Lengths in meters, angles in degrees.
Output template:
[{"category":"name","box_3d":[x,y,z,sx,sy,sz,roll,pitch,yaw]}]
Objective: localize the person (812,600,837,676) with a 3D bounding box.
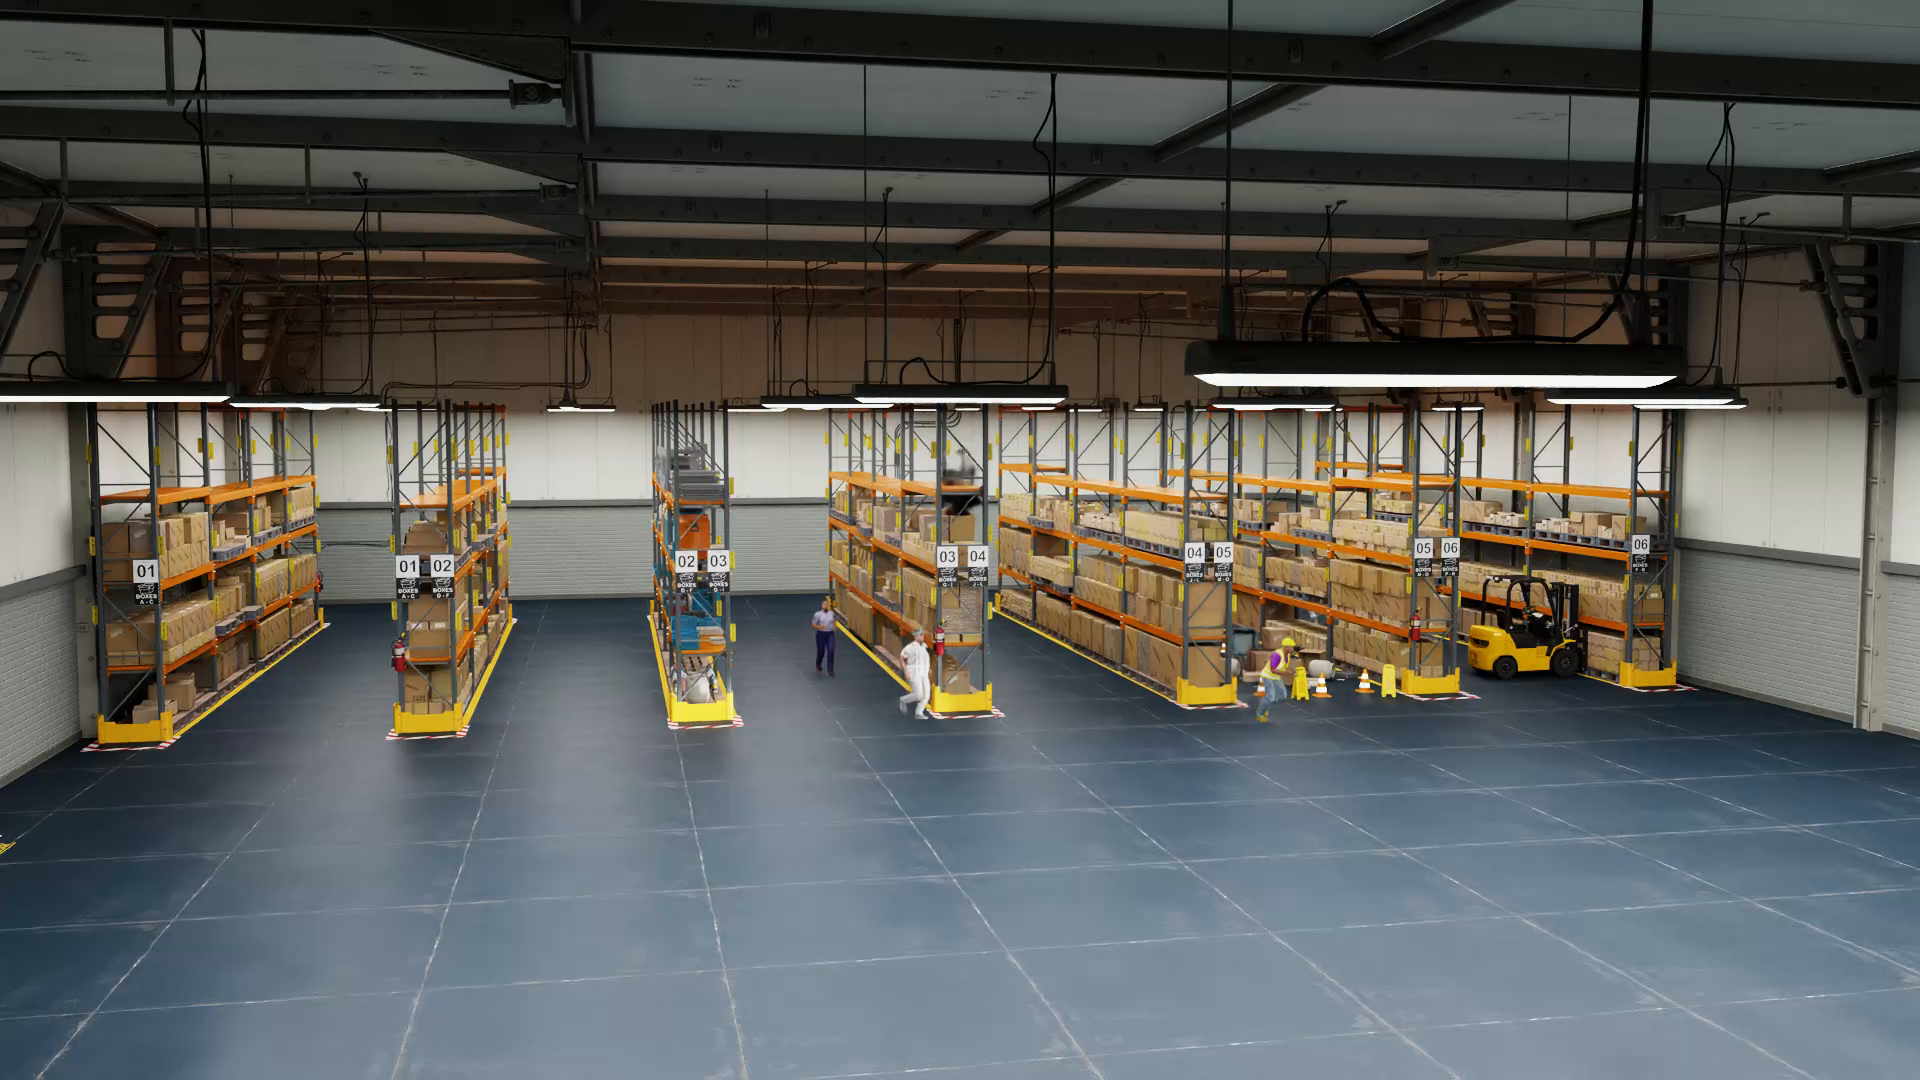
[{"category":"person","box_3d":[-2.953,2.129,36.477,0.612,1.634,0.894,-2,5,-19]}]

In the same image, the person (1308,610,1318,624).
[{"category":"person","box_3d":[9.428,1.491,44.552,0.643,1.798,0.746,-1,4,-11]}]

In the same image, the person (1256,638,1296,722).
[{"category":"person","box_3d":[5.912,2.593,30.912,0.848,1.602,0.726,3,5,38]}]

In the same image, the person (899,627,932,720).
[{"category":"person","box_3d":[-0.810,2.500,31.317,0.624,1.723,0.694,4,6,43]}]
